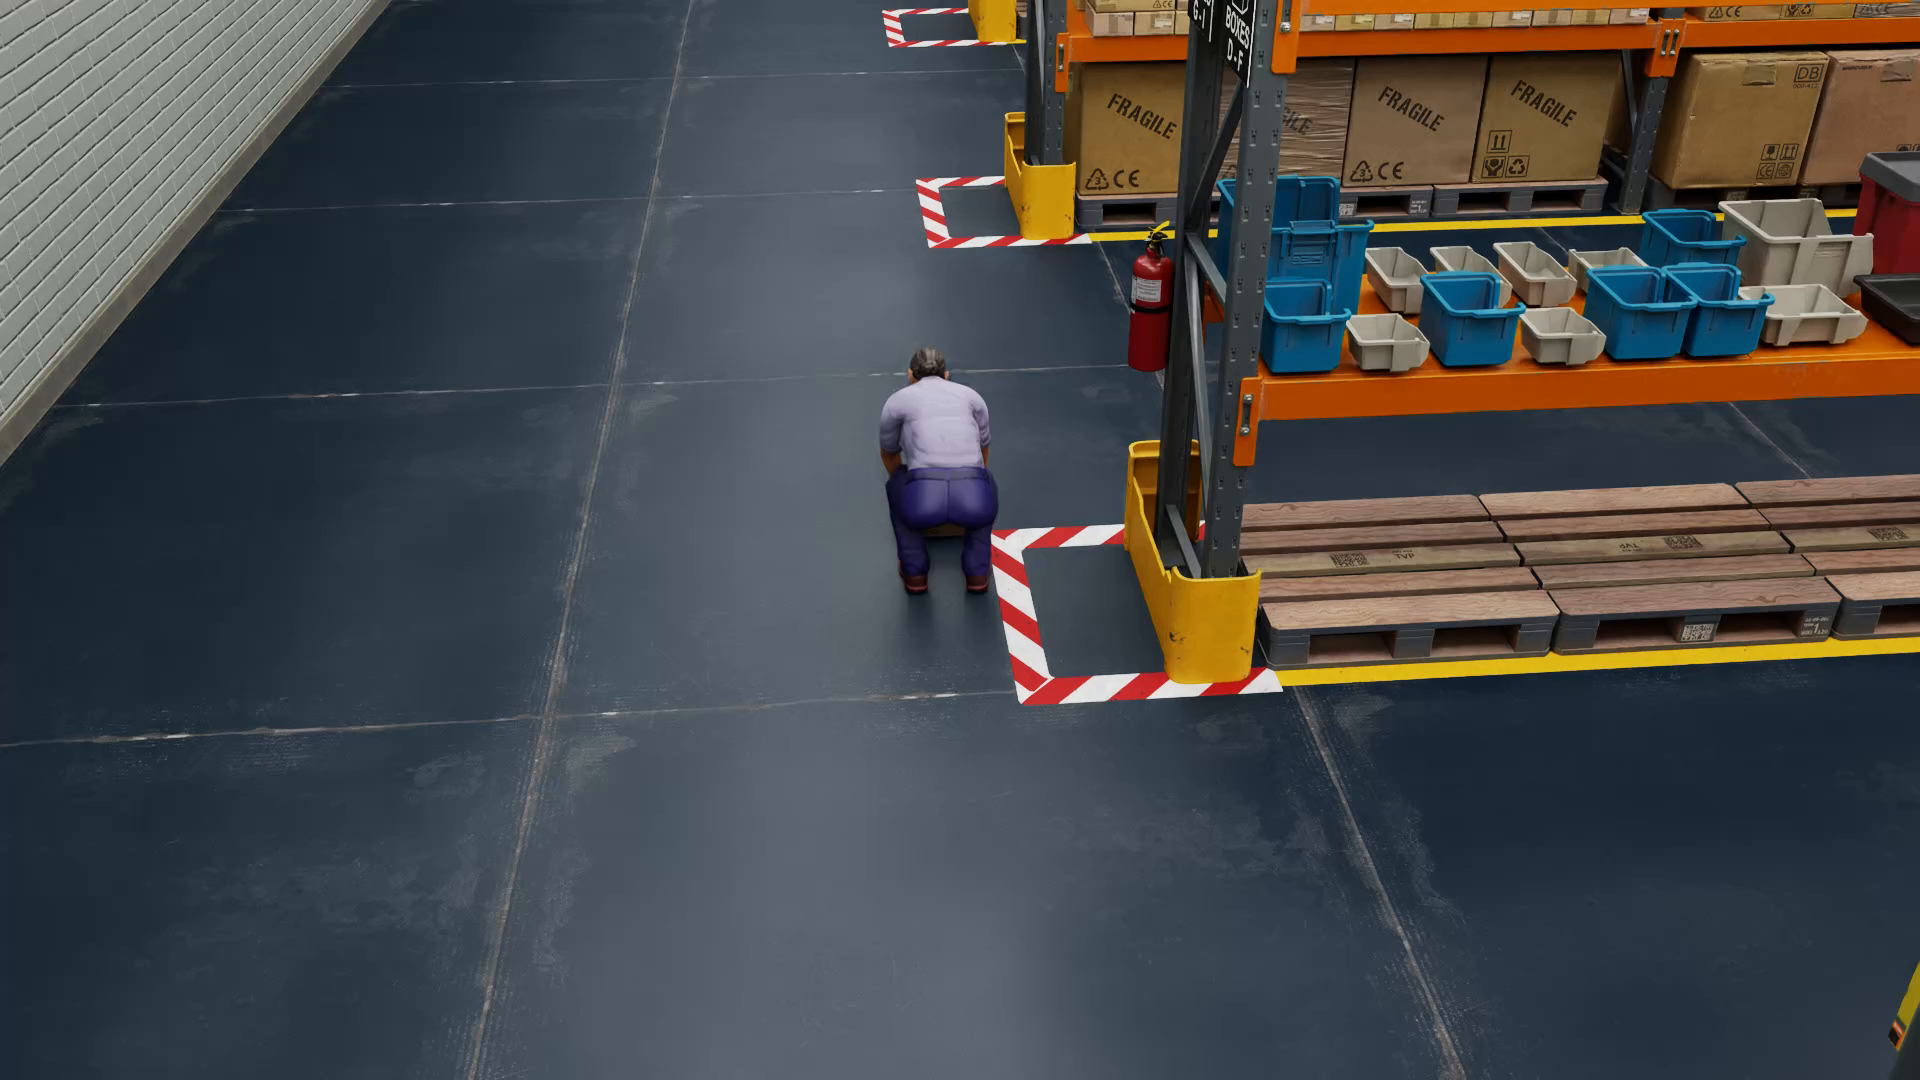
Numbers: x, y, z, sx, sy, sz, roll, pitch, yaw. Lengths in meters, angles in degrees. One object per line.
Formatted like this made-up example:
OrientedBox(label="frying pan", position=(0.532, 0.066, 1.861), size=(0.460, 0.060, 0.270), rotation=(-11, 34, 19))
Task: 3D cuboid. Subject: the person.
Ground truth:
OrientedBox(label="person", position=(-0.089, -0.284, 7.303), size=(0.526, 0.940, 0.823), rotation=(-1, 31, -2))
